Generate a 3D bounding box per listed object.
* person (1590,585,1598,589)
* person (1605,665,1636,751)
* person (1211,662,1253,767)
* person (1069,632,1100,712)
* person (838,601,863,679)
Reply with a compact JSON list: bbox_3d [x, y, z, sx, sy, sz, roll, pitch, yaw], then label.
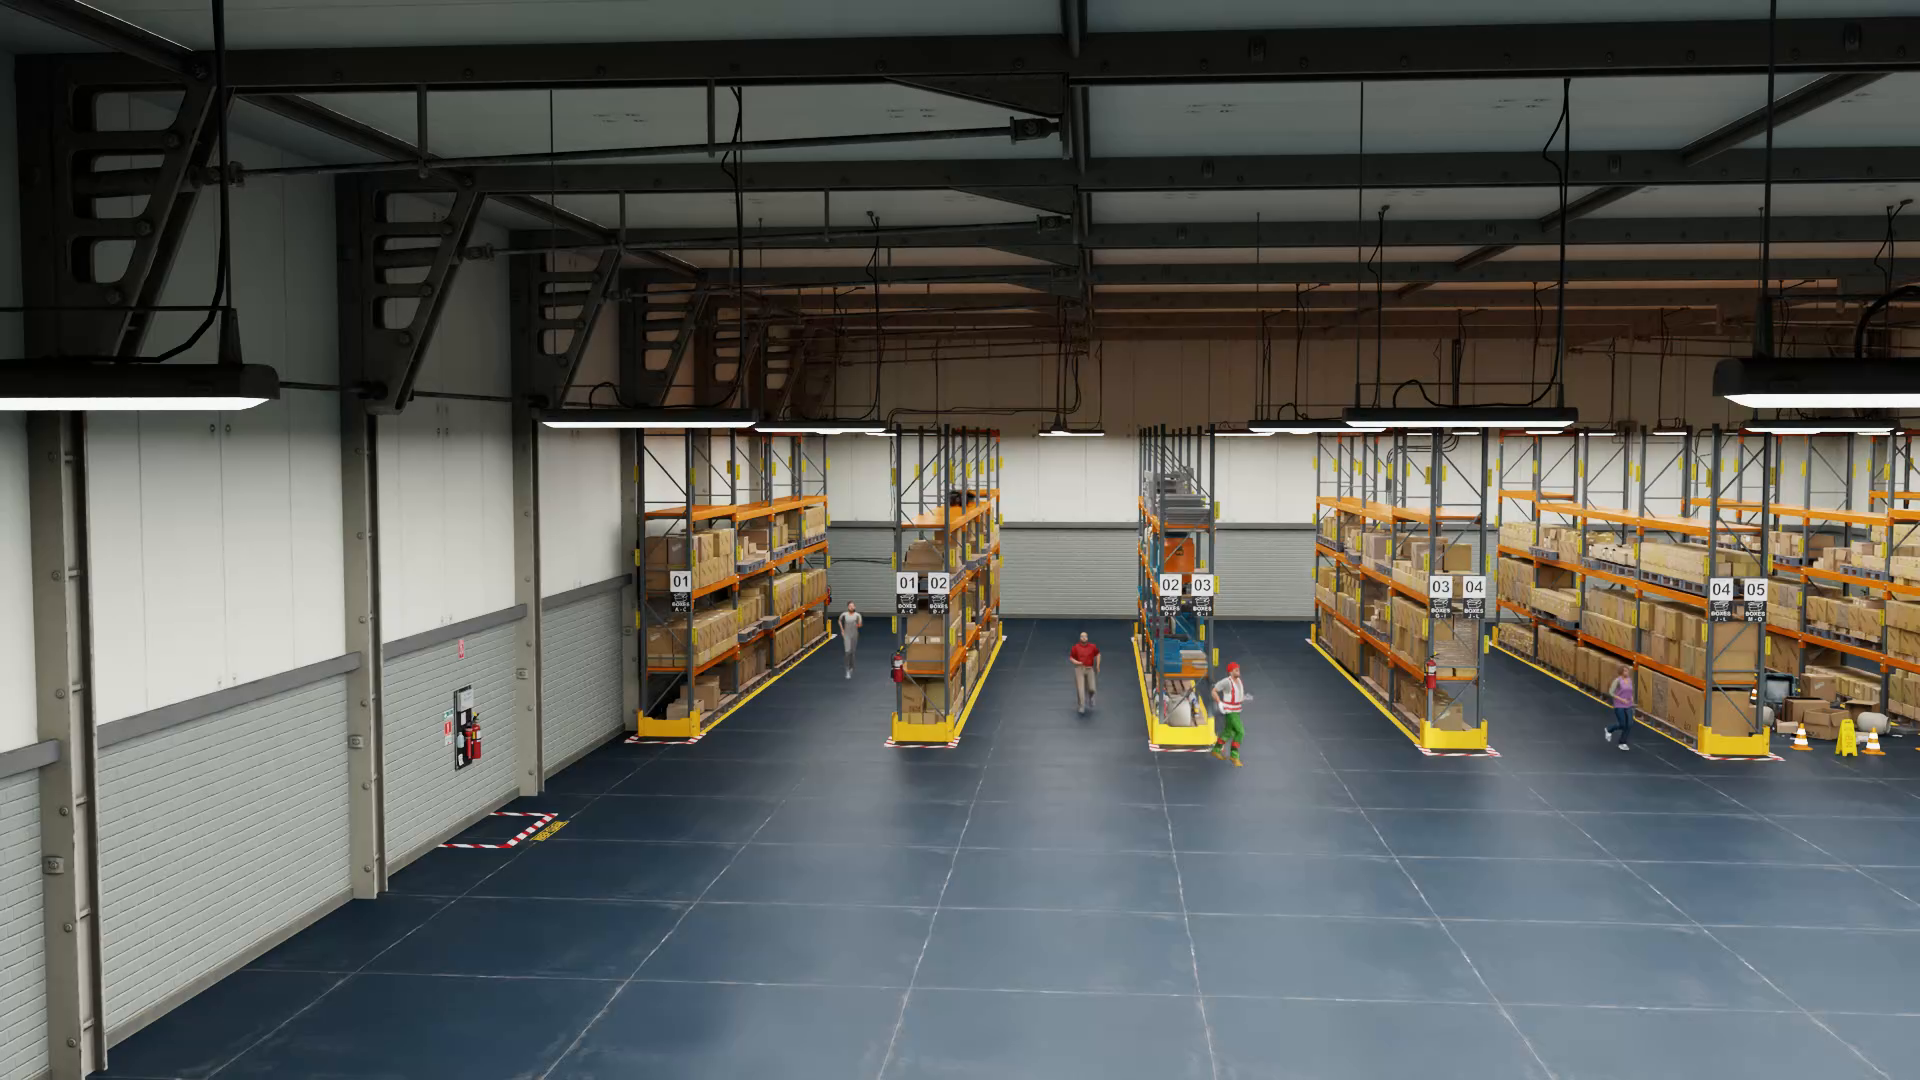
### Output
[{"bbox_3d":[17.944,2.068,47.089,0.552,1.605,0.618,0,3,-1],"label":"person"},{"bbox_3d":[12.205,3.079,30.700,0.551,1.559,0.610,-1,4,-22],"label":"person"},{"bbox_3d":[4.764,3.057,29.228,0.785,1.842,0.632,3,4,39],"label":"person"},{"bbox_3d":[2.633,2.773,34.813,0.674,1.692,0.614,0,3,-3],"label":"person"},{"bbox_3d":[-2.521,2.293,38.454,0.545,1.779,0.733,-1,4,-11],"label":"person"}]
